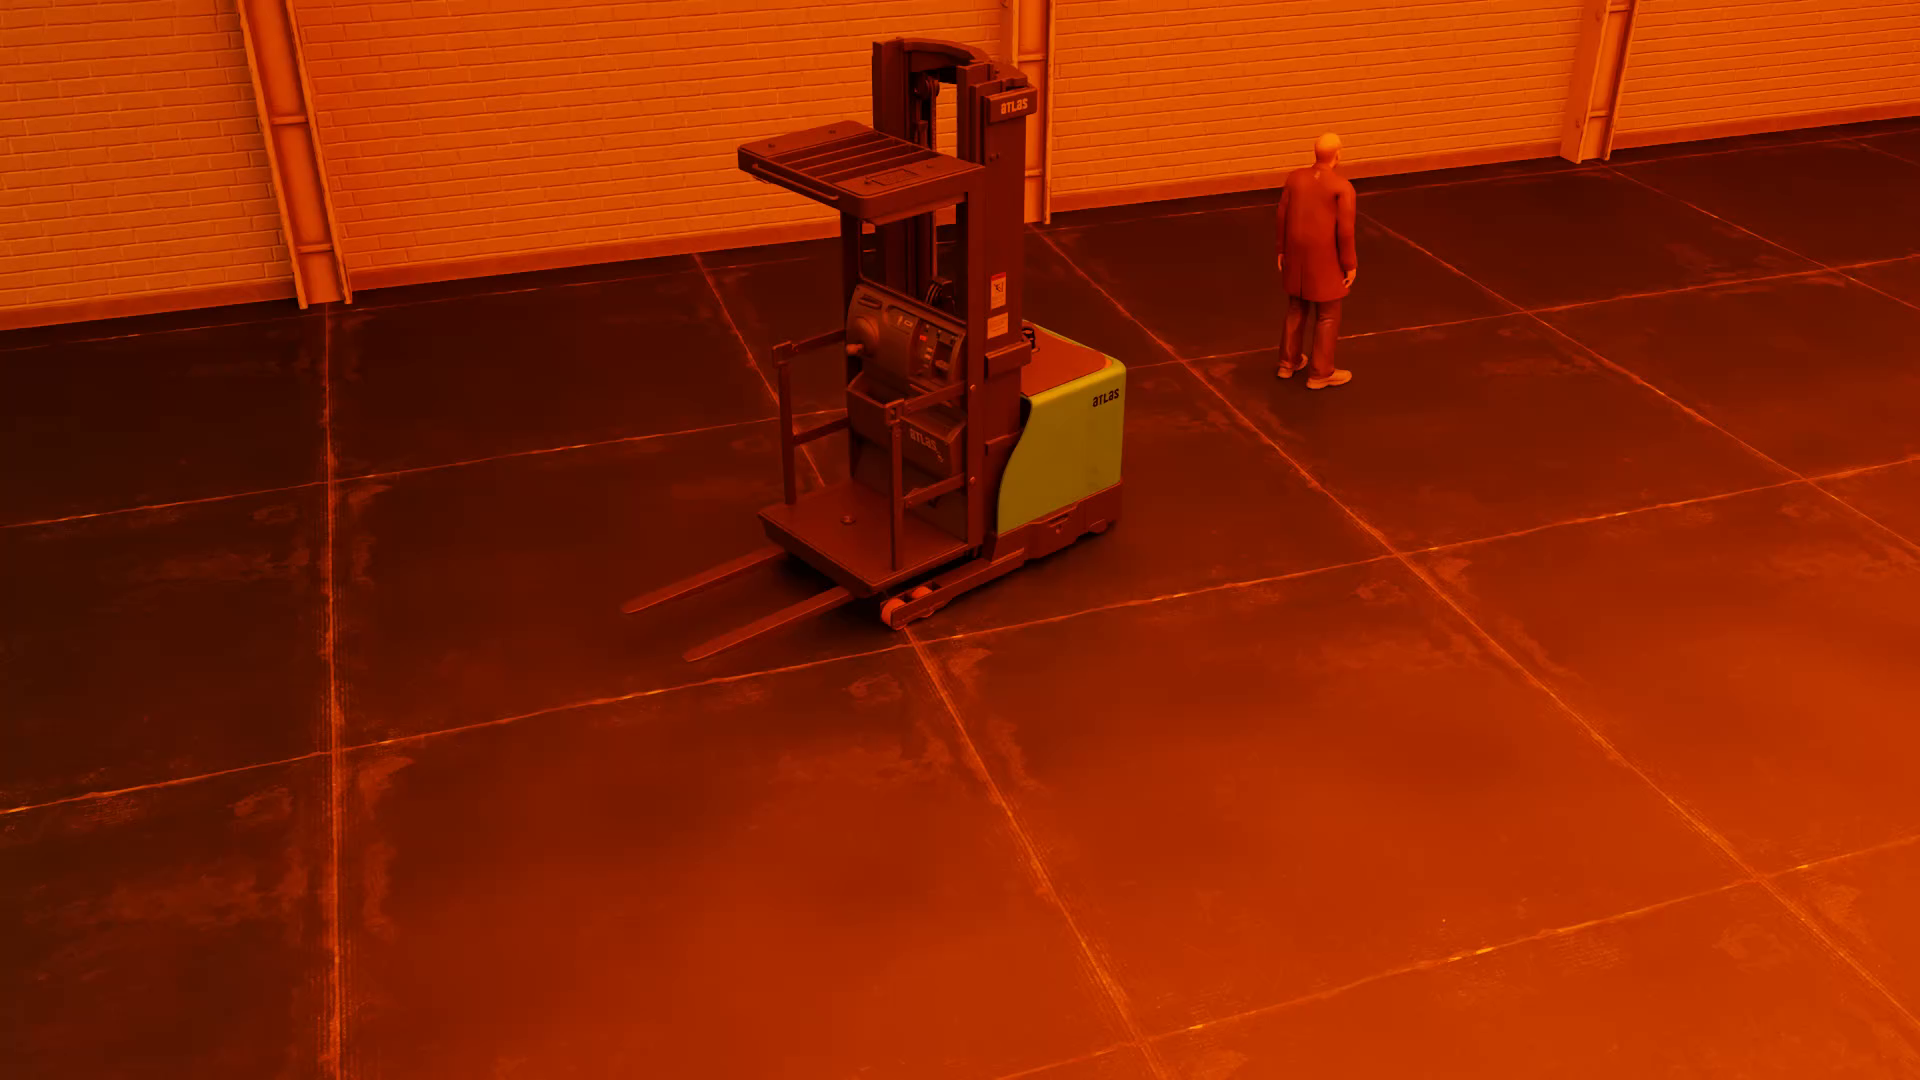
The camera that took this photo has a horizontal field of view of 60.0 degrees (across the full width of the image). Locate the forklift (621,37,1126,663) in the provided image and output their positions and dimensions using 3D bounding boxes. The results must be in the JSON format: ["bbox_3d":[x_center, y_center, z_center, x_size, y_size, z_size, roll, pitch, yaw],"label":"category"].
[{"bbox_3d":[-0.461,-1.072,8.951,3.031,2.935,1.130,-23,37,-34],"label":"forklift"}]

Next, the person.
[{"bbox_3d":[2.491,-1.963,11.659,0.651,1.773,0.435,26,39,37],"label":"person"}]
